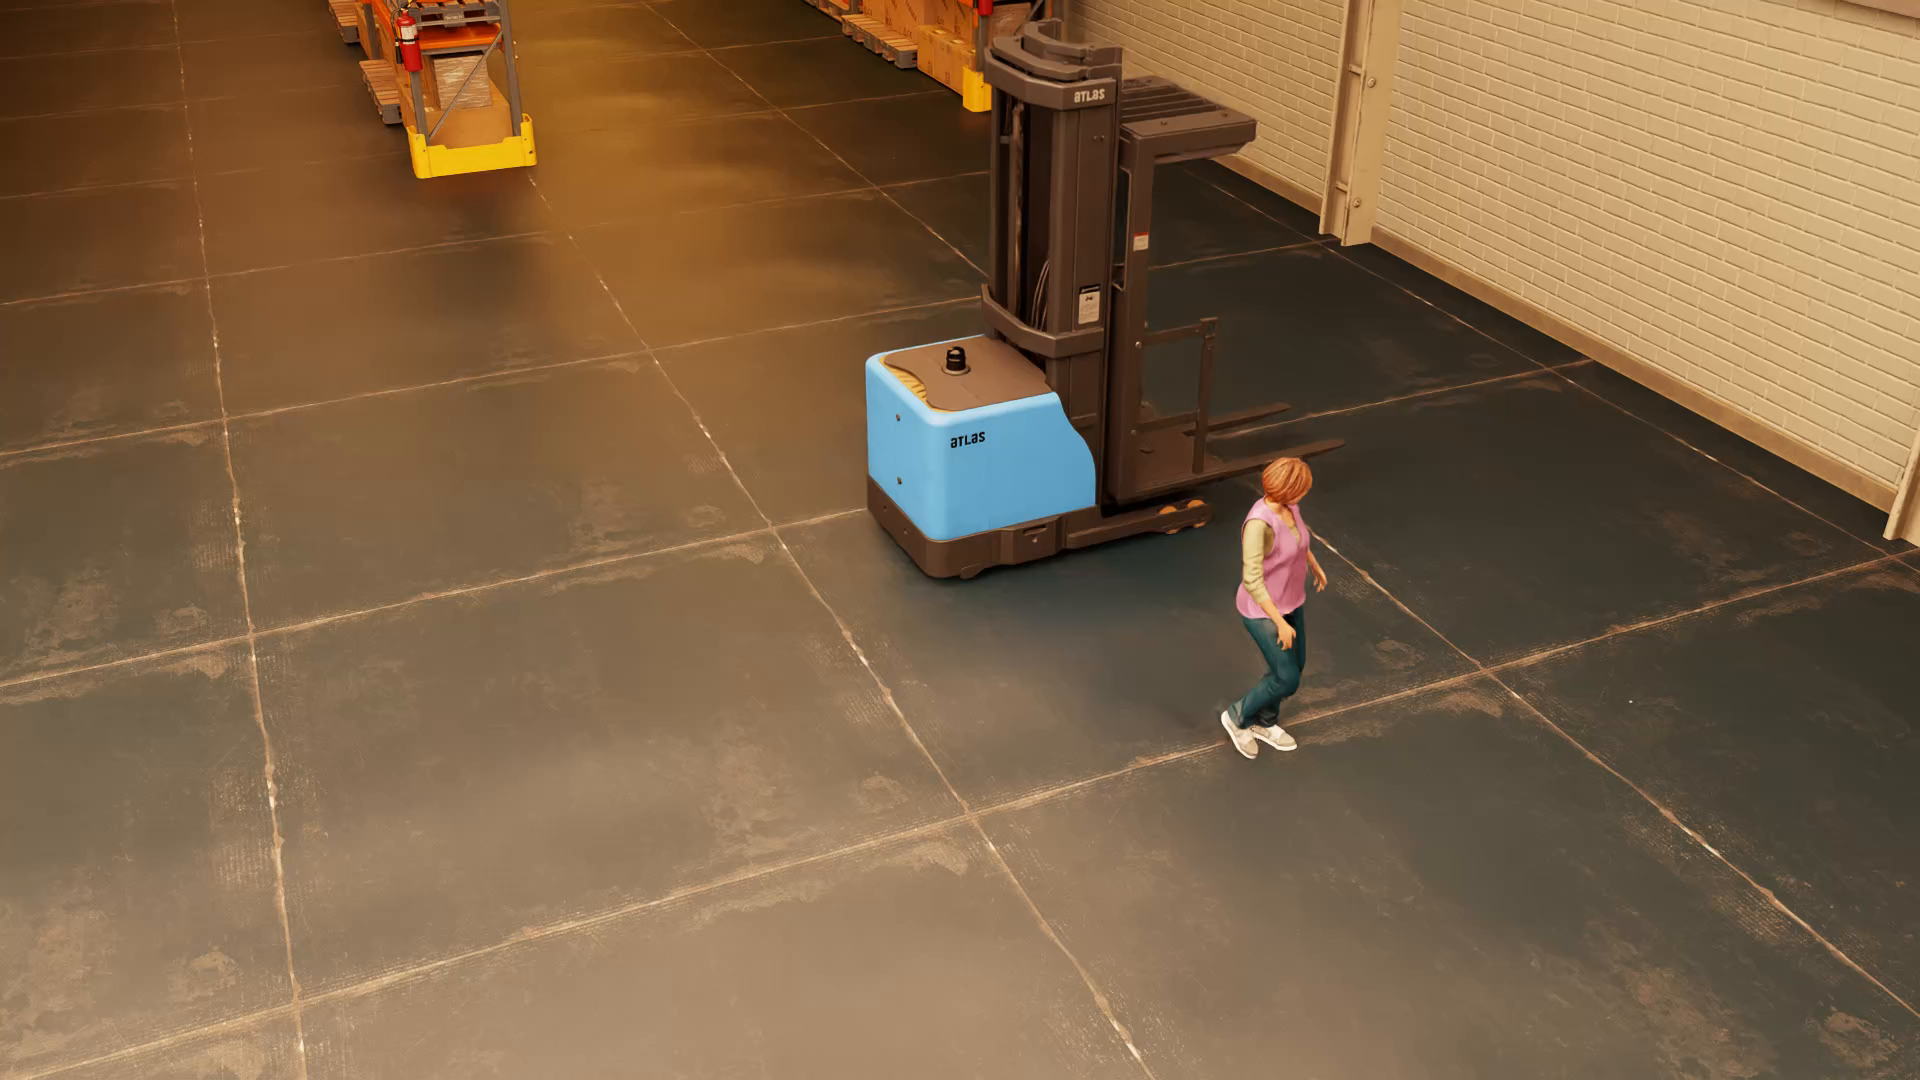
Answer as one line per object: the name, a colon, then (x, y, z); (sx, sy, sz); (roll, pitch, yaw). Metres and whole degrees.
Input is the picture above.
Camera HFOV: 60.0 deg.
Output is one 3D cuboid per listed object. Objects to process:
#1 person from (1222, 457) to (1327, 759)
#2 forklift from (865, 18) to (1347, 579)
person: (1.550, 0.343, 7.954); (0.411, 1.517, 0.669); (22, 37, 34)
forklift: (0.985, -1.532, 9.799); (3.031, 2.935, 1.130); (-13, 32, -22)
